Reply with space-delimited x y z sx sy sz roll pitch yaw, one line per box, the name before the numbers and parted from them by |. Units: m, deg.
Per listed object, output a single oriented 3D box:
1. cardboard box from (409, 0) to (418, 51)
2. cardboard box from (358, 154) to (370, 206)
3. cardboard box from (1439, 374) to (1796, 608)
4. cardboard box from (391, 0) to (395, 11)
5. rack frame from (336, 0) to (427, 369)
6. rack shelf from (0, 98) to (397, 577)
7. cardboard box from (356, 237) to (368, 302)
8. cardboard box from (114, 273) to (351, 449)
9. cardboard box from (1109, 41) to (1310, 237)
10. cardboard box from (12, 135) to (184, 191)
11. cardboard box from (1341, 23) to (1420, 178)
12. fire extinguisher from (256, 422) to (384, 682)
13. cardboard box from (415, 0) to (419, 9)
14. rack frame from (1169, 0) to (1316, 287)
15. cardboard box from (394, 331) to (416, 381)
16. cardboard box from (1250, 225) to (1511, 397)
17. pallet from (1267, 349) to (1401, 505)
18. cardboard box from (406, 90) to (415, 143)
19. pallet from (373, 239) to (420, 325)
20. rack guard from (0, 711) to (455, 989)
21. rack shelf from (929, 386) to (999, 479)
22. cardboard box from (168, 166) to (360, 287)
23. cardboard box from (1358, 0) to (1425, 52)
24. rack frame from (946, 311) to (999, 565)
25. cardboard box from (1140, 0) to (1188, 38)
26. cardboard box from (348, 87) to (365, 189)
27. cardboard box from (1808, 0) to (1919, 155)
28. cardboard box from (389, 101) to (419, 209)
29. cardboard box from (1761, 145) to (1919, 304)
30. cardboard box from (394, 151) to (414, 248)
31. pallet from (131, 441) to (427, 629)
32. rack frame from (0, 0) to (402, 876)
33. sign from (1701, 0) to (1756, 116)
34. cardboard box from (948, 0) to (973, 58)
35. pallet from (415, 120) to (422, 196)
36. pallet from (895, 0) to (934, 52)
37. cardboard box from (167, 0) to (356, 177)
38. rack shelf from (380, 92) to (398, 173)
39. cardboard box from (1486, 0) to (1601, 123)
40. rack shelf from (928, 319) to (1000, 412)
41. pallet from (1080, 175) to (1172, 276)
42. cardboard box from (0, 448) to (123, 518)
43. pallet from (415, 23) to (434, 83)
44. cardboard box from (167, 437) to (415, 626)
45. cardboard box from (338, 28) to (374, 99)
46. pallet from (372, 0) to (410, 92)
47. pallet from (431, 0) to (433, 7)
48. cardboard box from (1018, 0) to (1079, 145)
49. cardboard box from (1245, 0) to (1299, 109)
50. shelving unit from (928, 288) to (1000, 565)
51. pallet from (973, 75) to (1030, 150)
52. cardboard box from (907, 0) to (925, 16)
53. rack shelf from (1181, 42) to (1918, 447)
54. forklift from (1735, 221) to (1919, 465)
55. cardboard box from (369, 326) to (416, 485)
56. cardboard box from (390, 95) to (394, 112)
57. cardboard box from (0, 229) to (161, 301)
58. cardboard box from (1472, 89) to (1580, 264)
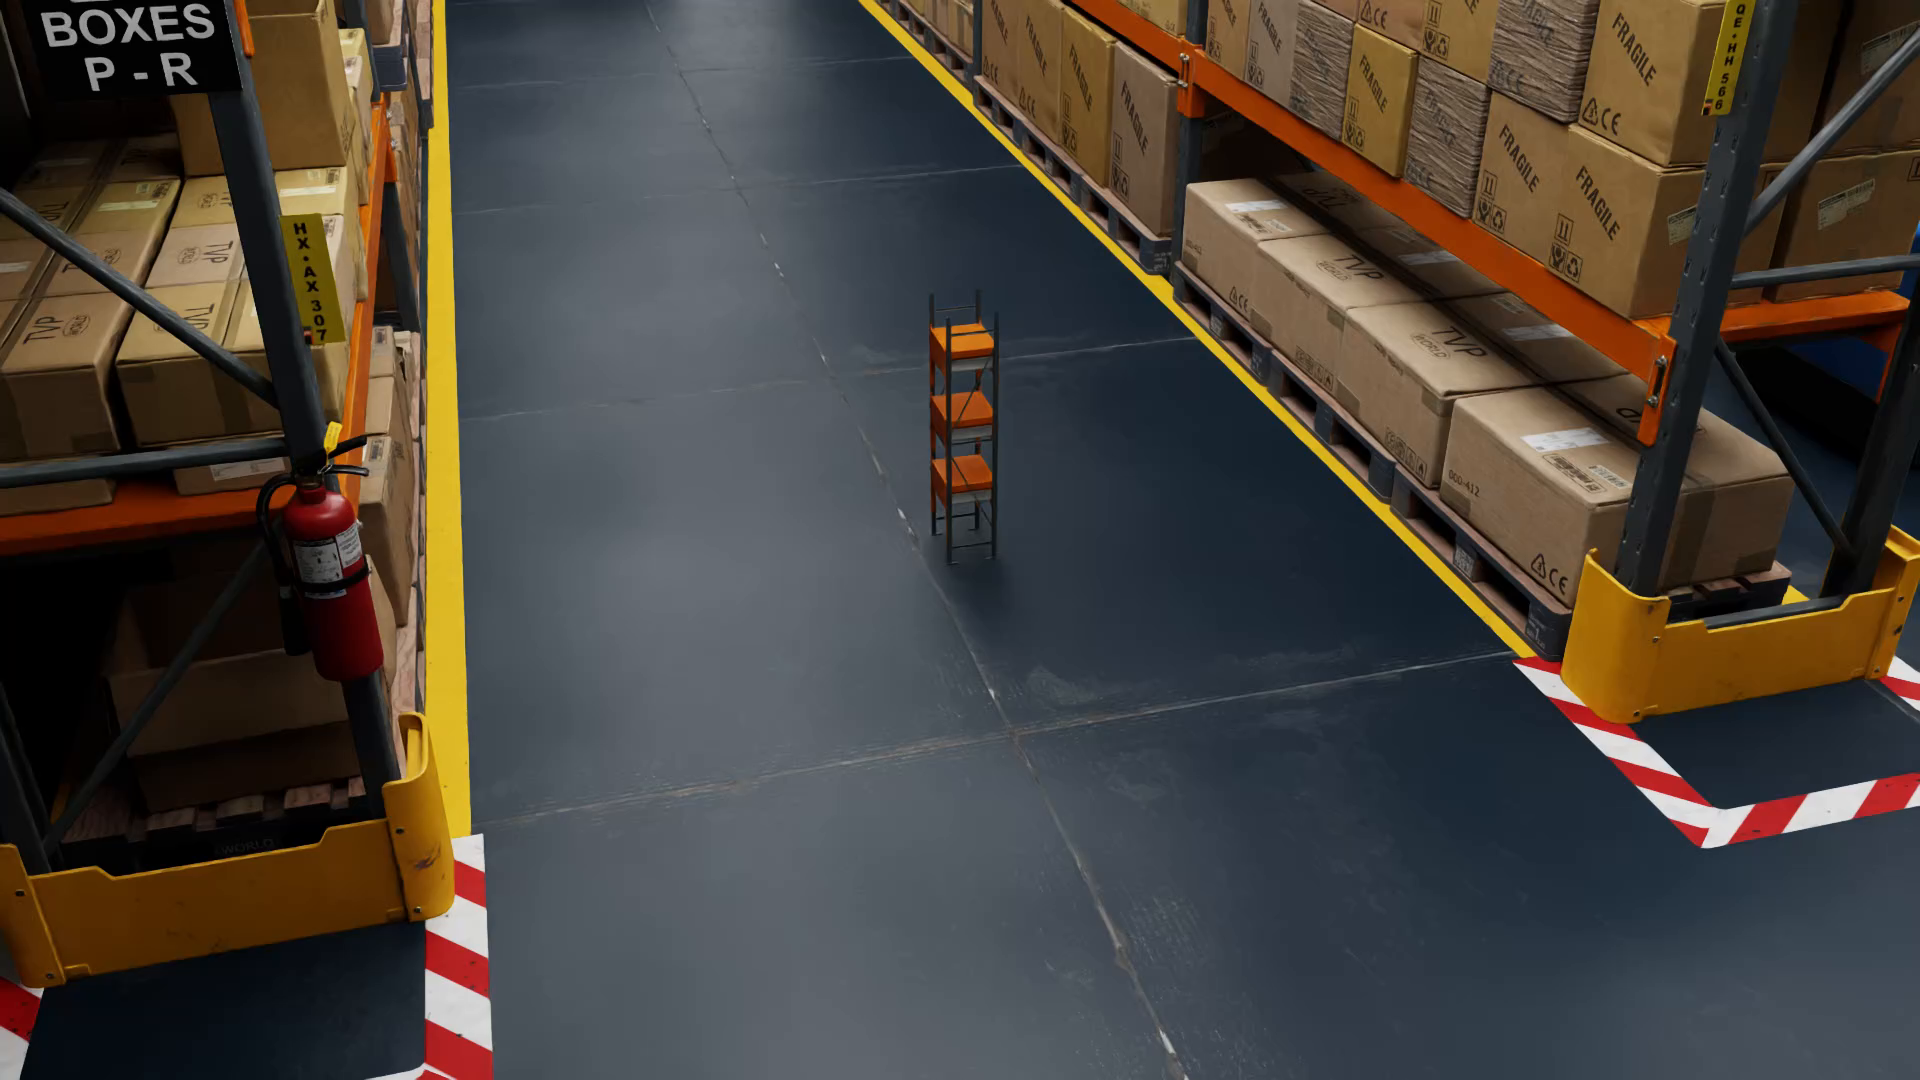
cardboard box | -4.703 -4.133 12.848 0.875 0.625 0.625 -9 31 -15
cardboard box | -2.480 -1.380 6.391 0.380 0.149 0.250 -8 31 -14
cardboard box | 2.446 -0.213 6.261 0.875 0.438 0.875 -9 31 -15
cardboard box | -3.179 -2.843 8.148 0.700 0.500 0.500 -8 31 -13
rack frame | -3.129 -2.104 7.391 1.000 3.000 0.127 -8 31 -13
rack shelf | -2.598 -0.827 5.903 1.077 0.370 4.000 -8 31 -13
cardboard box | -2.184 -0.888 5.540 0.380 0.149 0.250 -9 31 -15
cardboard box | -1.928 -0.491 4.457 0.500 0.250 0.500 -8 31 -13
cardboard box | 1.414 -2.317 9.461 0.875 0.875 0.875 -7 31 -12
cardboard box | -2.846 -1.165 5.621 0.500 0.250 0.500 -8 31 -13
cardboard box | 1.920 -1.815 6.791 0.500 0.500 0.500 -7 31 -12
fire extinguisher | -1.583 0.032 4.150 0.296 0.674 0.183 -8 31 -13
cardboard box | -5.103 -4.872 14.124 0.875 0.625 0.625 -6 31 -11
rack frame | 1.656 -2.766 8.535 1.000 3.000 0.127 -8 31 -13
cardboard box | -2.698 -0.822 7.603 0.380 0.149 0.250 -9 31 -15
cardboard box | 1.957 -1.089 7.776 0.875 0.438 0.875 -9 31 -15
pallet | 2.110 -0.591 7.561 1.003 0.211 1.213 -8 31 -13
cardboard box | -3.748 -2.718 10.527 0.500 0.500 0.500 -8 31 -14
pallet | -3.381 -1.285 8.760 1.003 0.211 1.213 -8 31 -13
rack guard | -2.087 0.873 4.743 1.175 0.500 0.348 -8 31 -13
rack shelf | 0.014 -0.419 6.448 0.215 0.259 0.240 -8 31 -13
cardboard box | -2.200 -0.979 5.300 0.500 0.250 0.500 -8 31 -14
cardboard box | 1.933 -2.242 6.532 0.500 0.500 0.500 -8 31 -14
rack frame | 0.047 -0.370 6.341 0.200 1.050 0.008 -8 31 -13
cardboard box | 1.294 -2.884 8.889 0.500 0.250 0.500 -9 31 -14
cardboard box | -2.492 -1.472 6.152 0.500 0.250 0.500 -8 31 -14
cardboard box | 2.865 -1.580 5.388 0.500 0.500 0.500 -9 31 -14
cardboard box | -3.451 -2.217 9.662 0.500 0.500 0.500 -9 31 -15
cardboard box | 2.867 -1.148 5.639 0.500 0.500 0.500 -8 31 -14
cardboard box | -3.191 -1.724 8.810 0.500 0.500 0.500 -8 31 -14
pallet | -2.620 0.025 6.497 1.003 0.211 1.213 -8 31 -13
rack frame | -2.067 -0.173 4.054 1.000 3.000 0.127 -8 31 -13
sign | 2.191 -1.373 4.735 0.100 0.325 0.005 -8 31 -13
cardboard box | 0.454 -4.017 12.899 0.950 0.372 0.625 -10 32 -17
pallet | -4.029 -2.464 10.796 1.003 0.211 1.213 -8 31 -13
pallet | 0.068 -4.457 14.240 1.003 0.211 1.213 -8 31 -13
cardboard box | -2.326 -1.540 5.521 0.500 0.500 0.500 -7 31 -12
rack shelf | -3.660 -2.759 9.241 1.077 0.370 4.000 -8 31 -13
cardboard box | 2.193 -1.760 5.699 0.500 0.500 0.500 -8 31 -13
rack shelf | 0.014 -0.665 6.306 0.215 0.259 0.240 -8 31 -13
pallet | 1.378 -1.922 9.860 1.003 0.211 1.213 -8 31 -13
cardboard box | -2.414 -0.188 4.332 0.380 0.149 0.250 -8 31 -14
pallet | -4.692 -3.820 13.140 1.003 0.211 1.213 -8 31 -13
cardboard box | -2.328 0.002 5.829 0.700 0.500 0.500 -7 31 -11
cardboard box | -2.759 -1.955 6.986 0.500 0.250 0.500 -7 31 -12
pallet | -3.236 -2.422 8.131 1.003 0.211 1.213 -8 31 -13
pallet | -5.423 -5.151 15.439 1.003 0.211 1.213 -8 31 -13
cardboard box | 0.930 -3.184 10.959 0.875 0.875 0.875 -7 31 -13
cardboard box | 1.658 -2.304 7.637 0.500 0.500 0.500 -8 31 -13
shelving unit | 0.014 -0.429 6.442 0.215 1.050 0.252 -8 31 -13
pallet | 0.731 -3.100 11.896 1.003 0.211 1.213 -8 31 -13
cardboard box | 0.054 -4.739 14.147 0.950 0.372 0.625 -7 31 -12
rack shelf | 2.187 -1.489 7.046 1.077 0.370 4.000 -8 31 -13
forklift | 5.299 -1.999 7.277 3.031 2.935 1.130 -8 31 -13
cardboard box | -2.603 -0.500 6.695 0.700 0.500 0.500 -9 31 -15
cardboard box | -3.490 -2.568 9.621 0.380 0.149 0.250 -9 31 -16
cardboard box | -2.581 -0.672 4.770 0.500 0.250 0.500 -8 31 -13
cardboard box | 2.216 -1.320 5.936 0.500 0.500 0.500 -8 31 -14
